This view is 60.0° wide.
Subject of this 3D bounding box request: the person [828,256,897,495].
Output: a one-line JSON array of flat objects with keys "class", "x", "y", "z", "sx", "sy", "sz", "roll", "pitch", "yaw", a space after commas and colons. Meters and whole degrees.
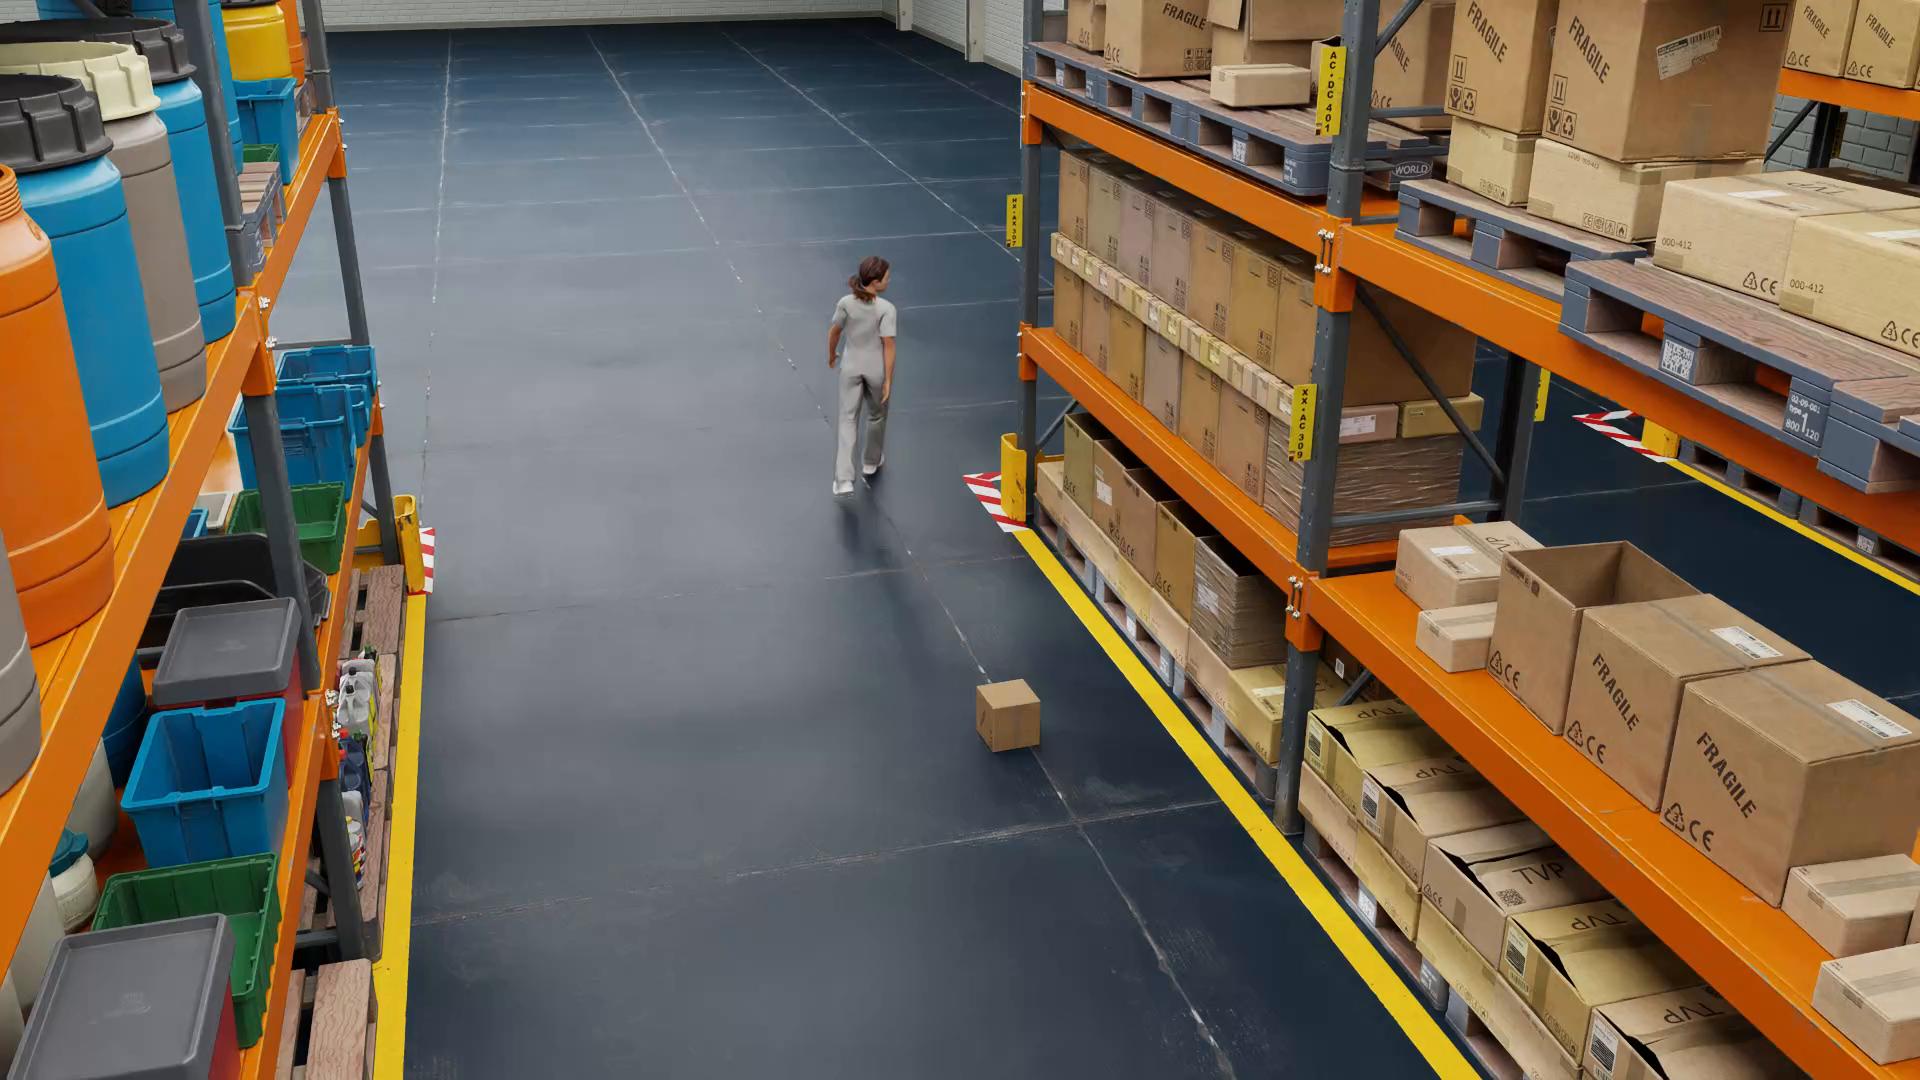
[{"class": "person", "x": -0.671, "y": -1.135, "z": 11.284, "sx": 0.539, "sy": 1.622, "sz": 0.989, "roll": 3, "pitch": 23, "yaw": 7}]
